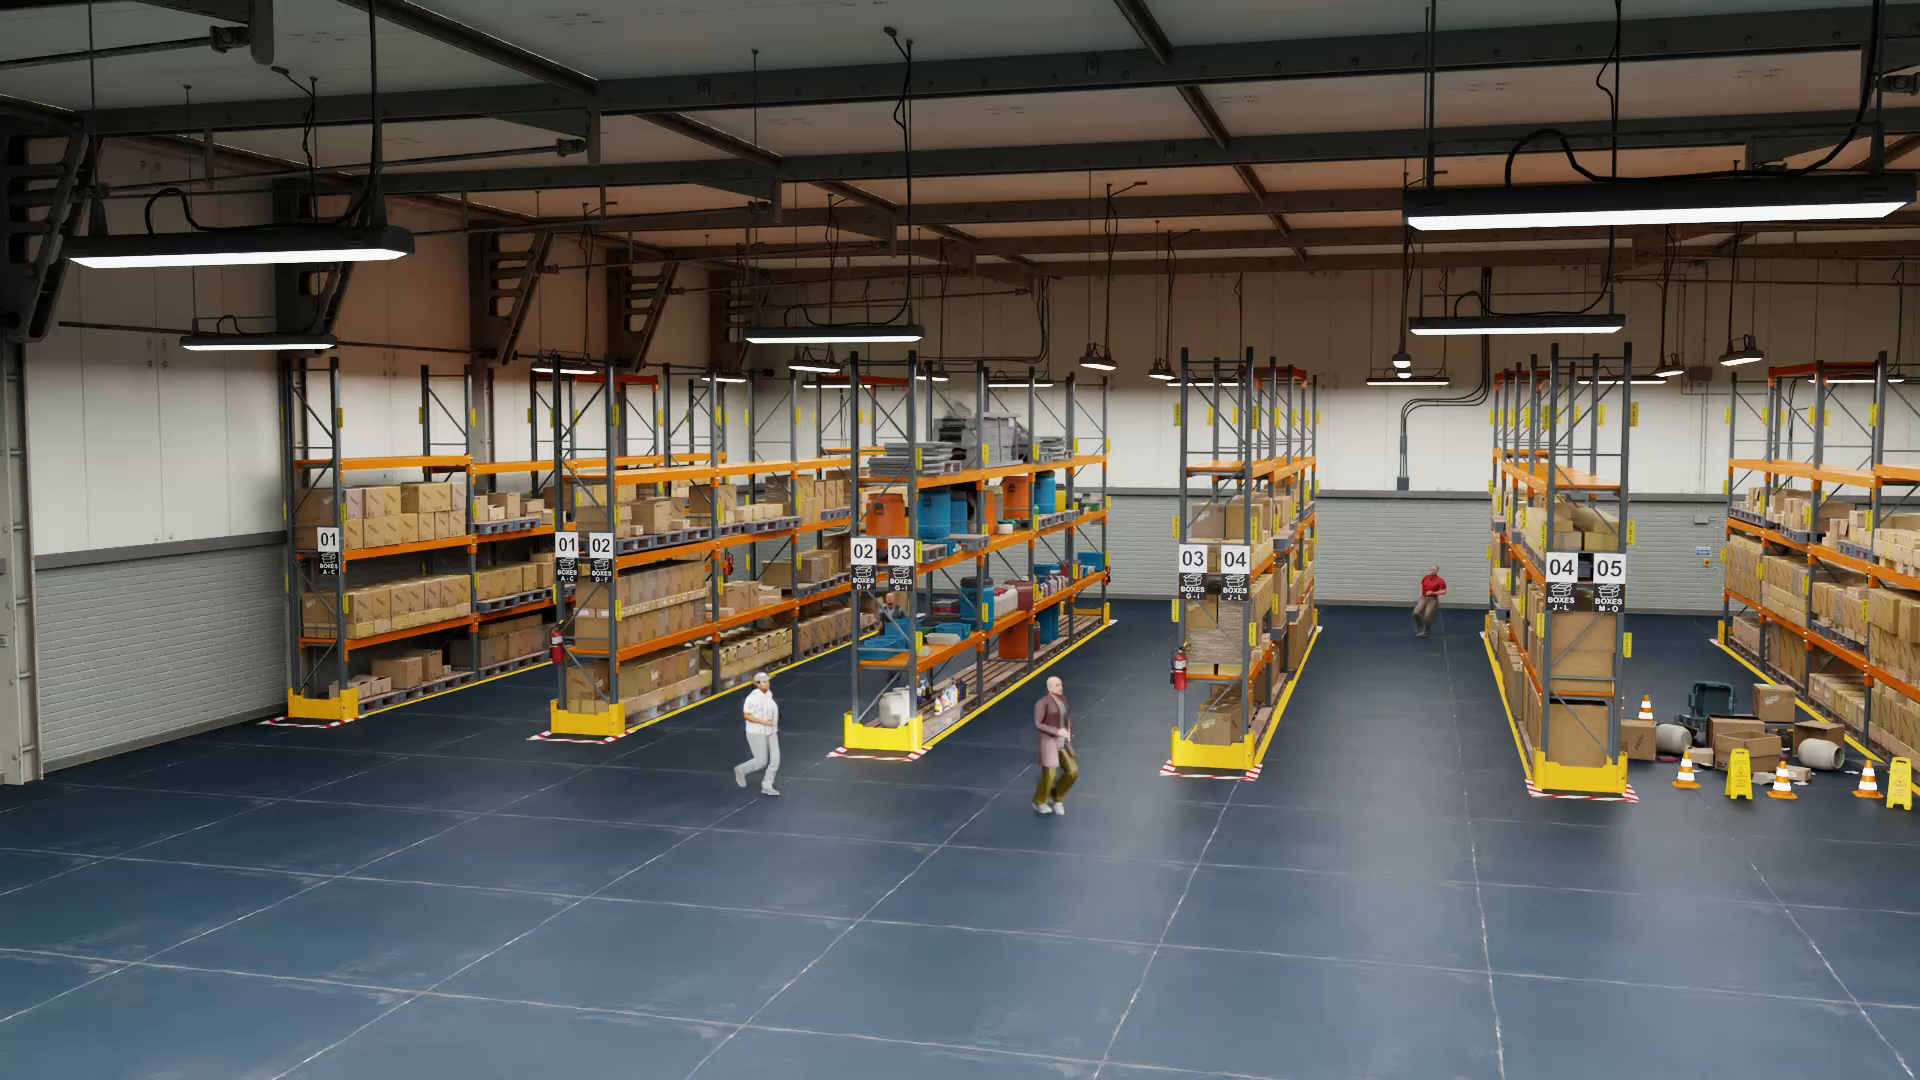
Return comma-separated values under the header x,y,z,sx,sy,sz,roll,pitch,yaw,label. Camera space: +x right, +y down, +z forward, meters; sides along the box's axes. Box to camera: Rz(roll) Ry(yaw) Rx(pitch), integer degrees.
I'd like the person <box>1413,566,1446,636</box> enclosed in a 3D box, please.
x,y,z,sx,sy,sz,roll,pitch,yaw,label
10.689,1.397,37.884,0.759,1.646,0.589,4,6,43,person

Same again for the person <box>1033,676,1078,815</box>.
x,y,z,sx,sy,sz,roll,pitch,yaw,label
1.215,2.602,20.883,0.732,1.798,0.744,-4,6,-41,person

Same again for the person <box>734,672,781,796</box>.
x,y,z,sx,sy,sz,roll,pitch,yaw,label
-2.666,2.565,22.127,0.674,1.630,0.613,3,5,31,person

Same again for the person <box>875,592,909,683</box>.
x,y,z,sx,sy,sz,roll,pitch,yaw,label
-1.304,1.852,31.345,0.642,1.717,0.647,1,4,9,person
